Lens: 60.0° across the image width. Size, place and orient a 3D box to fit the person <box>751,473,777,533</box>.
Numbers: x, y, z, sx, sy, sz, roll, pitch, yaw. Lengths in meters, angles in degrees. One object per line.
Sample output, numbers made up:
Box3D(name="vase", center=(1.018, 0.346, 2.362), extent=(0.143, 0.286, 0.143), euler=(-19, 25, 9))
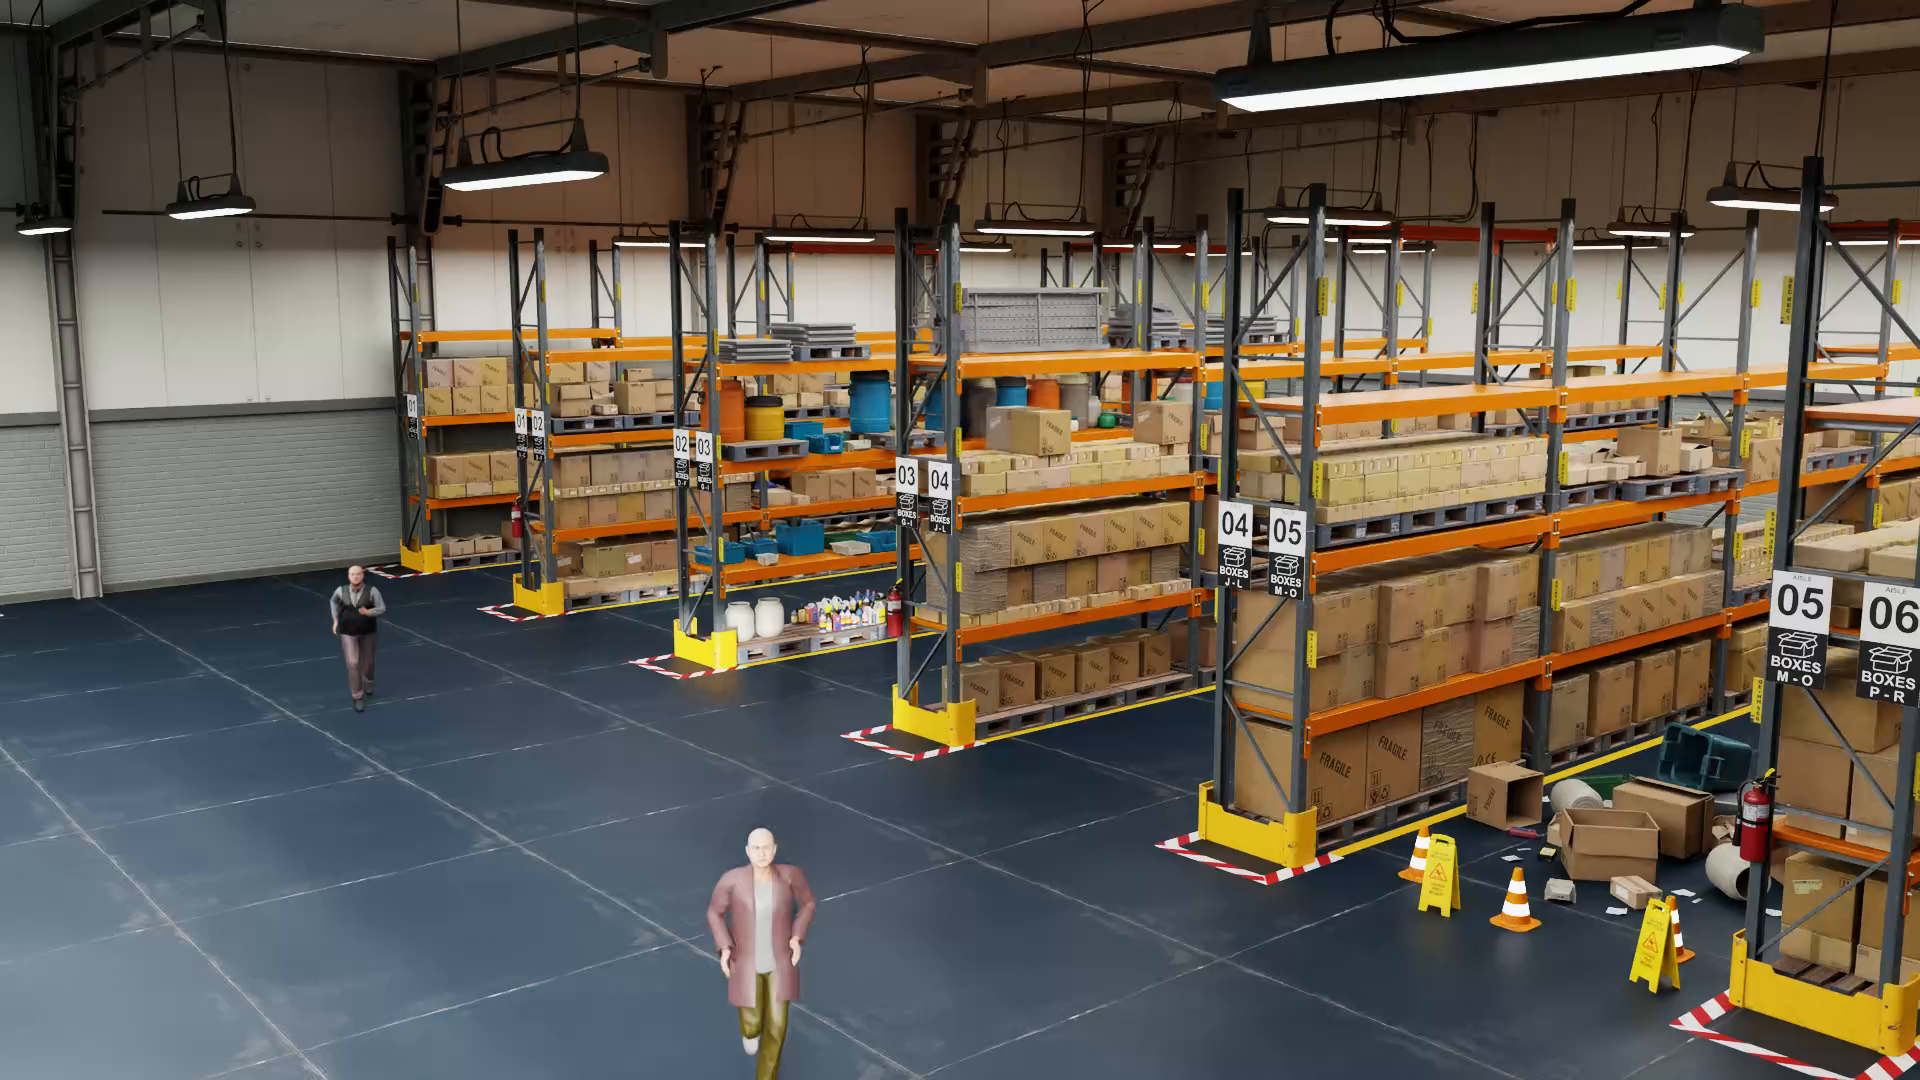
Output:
Box3D(name="person", center=(-3.777, -0.560, 31.983), extent=(0.581, 1.632, 0.887), euler=(6, 11, 35))

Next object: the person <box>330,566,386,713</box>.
Box3D(name="person", center=(-7.371, 1.162, 20.412), extent=(0.645, 1.728, 0.953), euler=(-3, 9, -19))

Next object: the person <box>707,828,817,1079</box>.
Box3D(name="person", center=(-1.261, 2.701, 10.685), extent=(0.711, 1.725, 0.756), euler=(-2, 9, -10))
